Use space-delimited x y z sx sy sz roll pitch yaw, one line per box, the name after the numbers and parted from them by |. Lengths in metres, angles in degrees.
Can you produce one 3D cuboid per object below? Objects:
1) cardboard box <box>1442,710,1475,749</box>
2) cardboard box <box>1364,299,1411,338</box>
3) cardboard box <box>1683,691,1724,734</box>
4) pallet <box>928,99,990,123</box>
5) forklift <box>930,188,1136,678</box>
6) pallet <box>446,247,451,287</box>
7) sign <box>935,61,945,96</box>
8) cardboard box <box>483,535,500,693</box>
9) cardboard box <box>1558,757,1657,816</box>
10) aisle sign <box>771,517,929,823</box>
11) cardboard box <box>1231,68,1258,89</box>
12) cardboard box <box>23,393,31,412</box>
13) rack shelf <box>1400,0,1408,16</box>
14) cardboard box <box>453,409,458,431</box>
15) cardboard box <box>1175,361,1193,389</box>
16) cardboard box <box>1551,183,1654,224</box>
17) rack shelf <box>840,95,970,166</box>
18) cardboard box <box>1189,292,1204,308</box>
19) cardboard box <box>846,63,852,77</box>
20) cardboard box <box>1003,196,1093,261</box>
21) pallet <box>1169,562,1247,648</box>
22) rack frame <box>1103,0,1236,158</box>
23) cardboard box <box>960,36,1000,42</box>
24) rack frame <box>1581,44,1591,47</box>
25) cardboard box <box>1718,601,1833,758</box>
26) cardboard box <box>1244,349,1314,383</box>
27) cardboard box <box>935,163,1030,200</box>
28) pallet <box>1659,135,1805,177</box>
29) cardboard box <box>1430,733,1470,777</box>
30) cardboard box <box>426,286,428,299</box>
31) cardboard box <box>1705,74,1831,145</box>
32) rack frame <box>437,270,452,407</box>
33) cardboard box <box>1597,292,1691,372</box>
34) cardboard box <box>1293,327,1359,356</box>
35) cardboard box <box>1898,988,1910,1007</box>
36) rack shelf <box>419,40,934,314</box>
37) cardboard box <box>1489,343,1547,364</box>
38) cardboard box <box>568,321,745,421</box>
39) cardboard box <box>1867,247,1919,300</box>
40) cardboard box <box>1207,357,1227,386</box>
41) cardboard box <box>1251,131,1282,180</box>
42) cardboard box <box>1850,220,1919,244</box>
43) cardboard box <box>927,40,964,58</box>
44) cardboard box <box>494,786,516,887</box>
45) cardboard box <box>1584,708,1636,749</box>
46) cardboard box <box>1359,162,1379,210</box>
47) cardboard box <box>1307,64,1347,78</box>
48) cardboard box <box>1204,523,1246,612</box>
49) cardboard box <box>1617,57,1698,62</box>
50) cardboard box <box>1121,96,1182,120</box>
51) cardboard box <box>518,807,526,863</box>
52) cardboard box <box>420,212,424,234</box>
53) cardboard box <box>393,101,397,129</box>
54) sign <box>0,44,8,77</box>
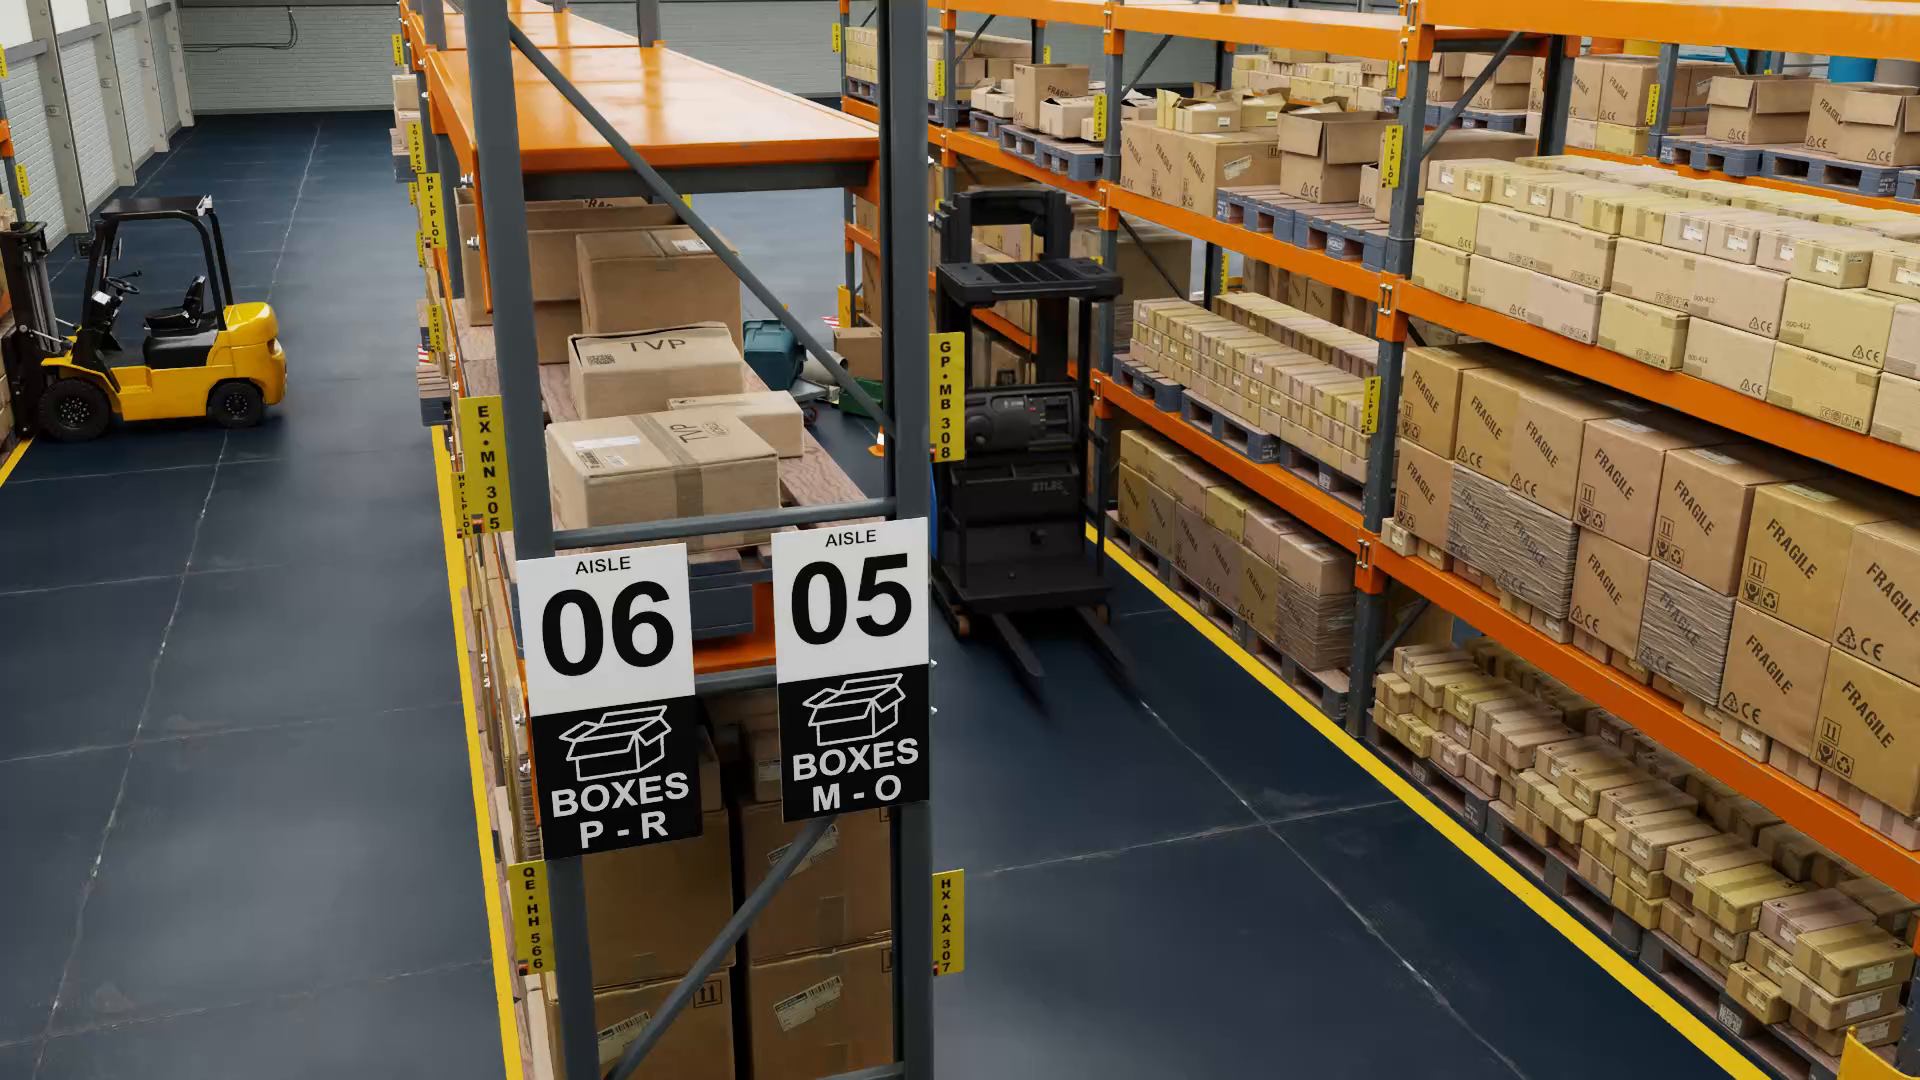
2.930 1.025 9.281 0.380 0.149 0.250 -7 21 -18 | cardboard box
4.982 -2.491 18.991 0.500 0.500 0.500 -7 21 -19 | cardboard box
3.438 0.722 7.340 0.380 0.149 0.250 -7 21 -20 | cardboard box
0.082 -4.476 17.135 1.003 0.211 1.213 -6 21 -17 | pallet
0.435 -0.839 11.417 1.130 2.935 3.031 -5 20 -13 | forklift
-2.158 -1.328 8.521 0.805 0.209 1.217 -7 21 -19 | pallet
-0.197 -4.475 16.120 0.100 0.325 0.005 -6 21 -17 | sign
-1.600 0.272 6.594 0.500 0.500 0.500 -6 21 -16 | cardboard box
3.223 1.225 8.283 0.380 0.149 0.250 -6 21 -17 | cardboard box
-0.268 0.335 4.200 0.394 0.787 0.004 -6 21 -17 | aisle sign
3.719 -5.780 20.855 0.500 0.250 0.500 -6 21 -16 | cardboard box
-9.378 -1.339 16.154 0.500 0.250 0.500 -6 21 -15 | cardboard box
5.699 -4.992 15.658 1.077 0.370 4.000 -6 21 -17 | rack shelf
-2.849 -0.649 10.269 0.500 0.250 0.500 -6 21 -17 | cardboard box
1.792 -1.214 12.110 0.380 0.149 0.250 -5 20 -15 | cardboard box
3.031 -1.586 7.849 0.380 0.149 0.250 -7 21 -19 | cardboard box
-0.299 -4.558 18.295 1.077 0.370 4.000 -6 21 -17 | rack shelf
1.702 -1.779 13.784 0.500 0.500 0.500 -6 21 -17 | cardboard box
-1.124 -5.520 19.513 0.380 0.149 0.250 -6 21 -17 | cardboard box
0.813 -2.874 15.355 0.700 0.500 0.500 -6 21 -17 | cardboard box
2.211 0.395 12.004 1.003 0.211 1.213 -6 21 -17 | pallet
1.587 -4.382 12.305 1.000 3.000 0.127 -6 21 -17 | rack frame
0.216 -5.236 17.542 0.380 0.149 0.250 -6 21 -17 | cardboard box
8.515 -7.970 22.295 1.000 3.000 0.127 -6 21 -17 | rack frame
3.559 0.539 6.892 0.500 0.500 0.500 -7 21 -18 | cardboard box
2.124 -1.161 11.082 0.380 0.149 0.250 -7 21 -20 | cardboard box
0.246 -3.543 17.025 0.875 0.550 0.550 -6 21 -17 | cardboard box
6.580 -3.175 13.662 1.213 0.211 1.003 -5 20 -15 | pallet
2.865 1.179 9.292 0.380 0.149 0.250 -6 21 -17 | cardboard box
-5.596 -2.529 18.356 0.500 0.500 0.500 -7 21 -19 | cardboard box
6.587 -3.523 13.577 0.797 0.503 0.637 -5 20 -14 | cardboard box
-3.080 -1.001 11.765 1.000 3.000 0.127 -6 21 -17 | rack frame
3.211 -0.943 7.388 0.500 0.250 0.500 -5 20 -15 | cardboard box
2.581 -1.395 11.732 0.380 0.149 0.250 -5 20 -15 | cardboard box
4.241 1.950 7.146 0.380 0.149 0.250 -6 21 -16 | cardboard box
-1.195 -1.372 5.579 1.077 0.370 4.000 -6 21 -17 | rack shelf
3.249 -0.811 9.170 0.500 0.500 0.500 -7 21 -19 | cardboard box
-0.989 -0.533 5.390 0.500 0.311 0.500 -6 21 -16 | cardboard box
3.652 -1.003 6.227 0.380 0.149 0.250 -7 21 -19 | cardboard box
1.954 -1.189 11.599 0.380 0.149 0.250 -7 21 -18 | cardboard box
2.330 -2.542 11.470 0.500 0.500 0.500 -6 21 -17 | cardboard box
3.880 -1.212 6.809 0.380 0.149 0.250 -6 21 -16 | cardboard box
-0.167 -4.921 16.664 0.380 0.149 0.250 -6 21 -17 | cardboard box
-1.728 1.504 7.961 0.875 0.438 0.875 -7 21 -18 | cardboard box
3.586 1.001 8.909 0.380 0.149 0.250 -7 21 -20 | cardboard box
2.767 -2.147 10.031 0.500 0.311 0.500 -7 21 -18 | cardboard box
4.273 -5.458 19.369 0.380 0.149 0.250 -7 21 -19 | cardboard box
2.054 0.163 11.602 0.500 0.500 0.500 -7 21 -18 | cardboard box
6.268 -4.089 15.038 0.500 0.500 0.500 -6 21 -17 | cardboard box
1.568 -3.429 13.451 0.500 0.311 0.500 -6 21 -17 | cardboard box
-1.283 1.066 5.863 0.500 0.500 0.500 -6 21 -16 | cardboard box
-4.526 -2.786 14.566 0.380 0.149 0.250 -6 21 -17 | cardboard box
-4.535 -3.593 14.145 0.500 0.250 0.500 -7 21 -19 | cardboard box
-9.786 -4.884 16.946 0.100 0.325 0.005 -6 21 -17 | sign
